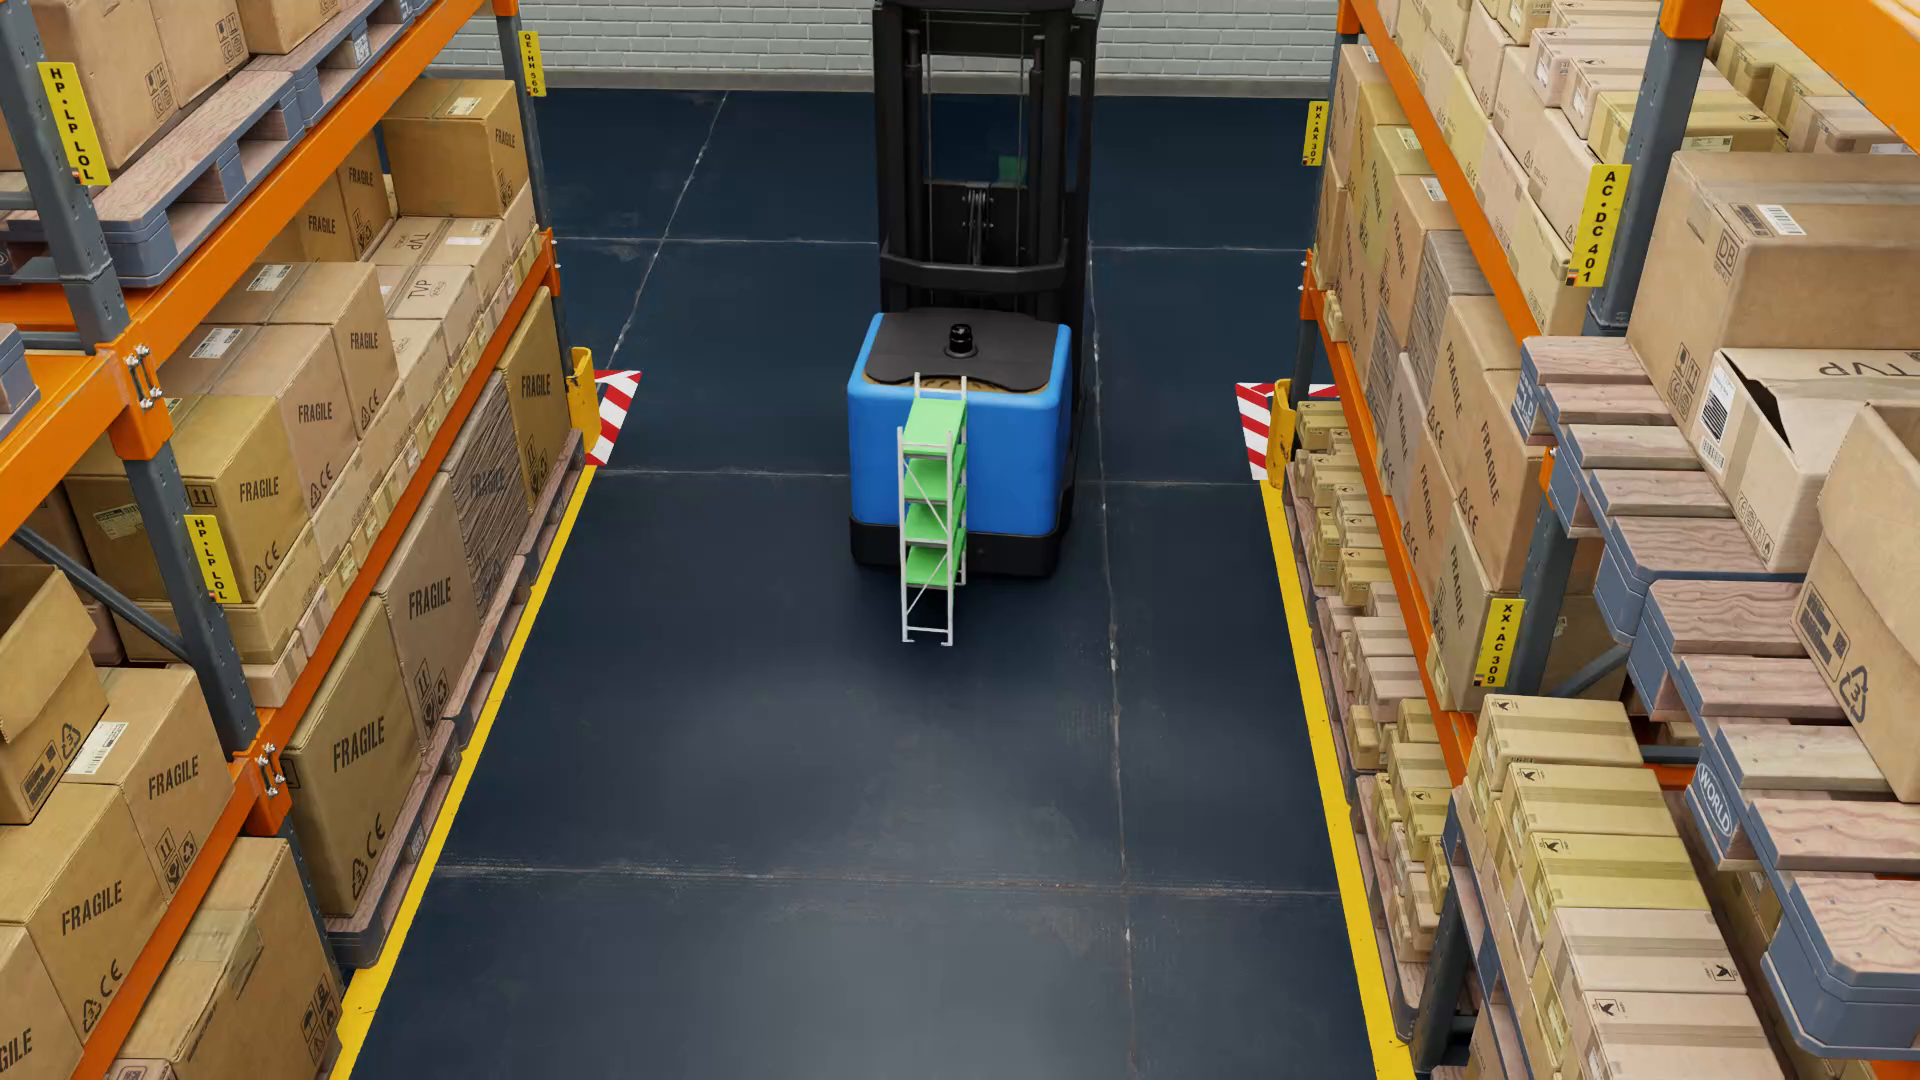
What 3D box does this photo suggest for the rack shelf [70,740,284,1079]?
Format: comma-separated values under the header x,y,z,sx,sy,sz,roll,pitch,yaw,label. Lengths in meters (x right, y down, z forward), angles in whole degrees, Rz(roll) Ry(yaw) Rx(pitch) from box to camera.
x,y,z,sx,sy,sz,roll,pitch,yaw,label
-2.900,1.938,3.955,1.077,0.370,4.000,1,35,2,rack shelf

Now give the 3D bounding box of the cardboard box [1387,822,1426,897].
x,y,z,sx,sy,sz,roll,pitch,yaw,label
1.826,1.196,6.240,0.380,0.149,0.250,0,35,0,cardboard box

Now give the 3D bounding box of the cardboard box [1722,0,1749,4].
x,y,z,sx,sy,sz,roll,pitch,yaw,label
2.430,-1.626,5.141,0.380,0.149,0.250,0,35,0,cardboard box

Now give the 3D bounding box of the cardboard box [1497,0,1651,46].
x,y,z,sx,sy,sz,roll,pitch,yaw,label
1.906,-1.651,5.177,0.380,0.149,0.250,0,35,0,cardboard box

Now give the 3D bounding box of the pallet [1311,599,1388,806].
x,y,z,sx,sy,sz,roll,pitch,yaw,label
2.170,0.719,7.489,1.003,0.211,1.213,1,35,2,pallet

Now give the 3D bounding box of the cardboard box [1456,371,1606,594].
x,y,z,sx,sy,sz,roll,pitch,yaw,label
1.881,-0.181,5.129,0.500,0.500,0.500,0,35,0,cardboard box

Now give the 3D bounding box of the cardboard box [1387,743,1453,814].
x,y,z,sx,sy,sz,roll,pitch,yaw,label
1.860,0.917,6.379,0.380,0.149,0.250,1,35,1,cardboard box

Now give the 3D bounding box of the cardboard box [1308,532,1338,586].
x,y,z,sx,sy,sz,roll,pitch,yaw,label
1.901,0.097,8.063,0.380,0.149,0.250,2,35,2,cardboard box

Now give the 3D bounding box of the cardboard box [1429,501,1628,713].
x,y,z,sx,sy,sz,roll,pitch,yaw,label
1.870,0.220,5.428,0.500,0.500,0.500,1,35,2,cardboard box

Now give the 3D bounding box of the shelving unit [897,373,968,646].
x,y,z,sx,sy,sz,roll,pitch,yaw,label
-0.123,-0.133,7.842,0.258,1.200,0.503,4,35,6,shelving unit

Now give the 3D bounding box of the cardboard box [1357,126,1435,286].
x,y,z,sx,sy,sz,roll,pitch,yaw,label
1.953,-1.362,6.810,0.500,0.500,0.500,1,35,1,cardboard box

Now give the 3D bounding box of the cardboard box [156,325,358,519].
x,y,z,sx,sy,sz,roll,pitch,yaw,label
-2.517,-0.424,5.910,0.500,0.500,0.500,1,35,2,cardboard box

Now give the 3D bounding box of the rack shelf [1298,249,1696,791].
x,y,z,sx,sy,sz,roll,pitch,yaw,label
2.213,-0.187,6.979,1.077,0.370,4.000,1,35,2,rack shelf

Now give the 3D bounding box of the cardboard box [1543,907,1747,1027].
x,y,z,sx,sy,sz,roll,pitch,yaw,label
1.627,1.022,3.969,0.380,0.149,0.250,1,35,1,cardboard box

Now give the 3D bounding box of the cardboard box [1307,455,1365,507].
x,y,z,sx,sy,sz,roll,pitch,yaw,label
1.904,-0.283,8.087,0.380,0.149,0.250,1,35,2,cardboard box

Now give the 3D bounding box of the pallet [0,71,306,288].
x,y,z,sx,sy,sz,roll,pitch,yaw,label
-2.776,-1.166,5.214,1.003,0.211,1.213,1,35,2,pallet

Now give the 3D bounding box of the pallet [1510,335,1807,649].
x,y,z,sx,sy,sz,roll,pitch,yaw,label
2.001,-0.131,3.828,1.213,0.211,1.003,1,35,2,pallet

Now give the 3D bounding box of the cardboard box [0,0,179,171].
x,y,z,sx,sy,sz,roll,pitch,yaw,label
-2.848,-1.437,4.984,0.700,0.500,0.500,-1,35,-1,cardboard box

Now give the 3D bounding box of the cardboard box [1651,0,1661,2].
x,y,z,sx,sy,sz,roll,pitch,yaw,label
2.450,-1.549,5.378,0.500,0.250,0.500,2,35,3,cardboard box

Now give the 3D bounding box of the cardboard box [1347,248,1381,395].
x,y,z,sx,sy,sz,roll,pitch,yaw,label
1.971,-0.953,7.097,0.500,0.500,0.500,2,35,3,cardboard box

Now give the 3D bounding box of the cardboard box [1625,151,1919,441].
x,y,z,sx,sy,sz,roll,pitch,yaw,label
2.007,-0.557,3.819,0.700,0.500,0.500,1,35,2,cardboard box

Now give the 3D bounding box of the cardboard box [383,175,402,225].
x,y,z,sx,sy,sz,roll,pitch,yaw,label
-2.948,-1.594,8.227,0.500,0.250,0.500,0,35,1,cardboard box

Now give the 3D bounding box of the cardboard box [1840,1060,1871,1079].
x,y,z,sx,sy,sz,roll,pitch,yaw,label
2.273,1.310,3.817,0.380,0.149,0.250,0,35,-1,cardboard box

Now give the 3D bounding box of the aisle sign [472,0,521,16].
x,y,z,sx,sy,sz,roll,pitch,yaw,label
-2.356,-2.901,7.954,0.394,0.787,0.004,1,35,2,aisle sign

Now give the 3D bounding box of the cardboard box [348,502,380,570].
x,y,z,sx,sy,sz,roll,pitch,yaw,label
-2.446,-0.018,6.331,0.380,0.149,0.250,0,35,1,cardboard box

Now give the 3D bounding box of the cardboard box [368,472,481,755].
x,y,z,sx,sy,sz,roll,pitch,yaw,label
-2.677,0.298,7.146,0.875,0.875,0.875,1,35,2,cardboard box

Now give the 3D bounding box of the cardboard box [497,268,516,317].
x,y,z,sx,sy,sz,roll,pitch,yaw,label
-2.364,-1.194,8.004,0.380,0.149,0.250,1,35,2,cardboard box

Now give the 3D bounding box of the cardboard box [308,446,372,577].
x,y,z,sx,sy,sz,roll,pitch,yaw,label
-2.514,-0.115,6.122,0.500,0.250,0.500,1,35,2,cardboard box

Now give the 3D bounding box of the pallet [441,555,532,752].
x,y,z,sx,sy,sz,roll,pitch,yaw,label
-2.664,0.498,7.804,1.003,0.211,1.213,1,35,2,pallet

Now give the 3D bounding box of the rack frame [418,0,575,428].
x,y,z,sx,sy,sz,roll,pitch,yaw,label
-2.659,-1.803,8.653,1.000,3.000,0.127,1,35,2,rack frame

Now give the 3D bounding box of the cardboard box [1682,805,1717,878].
x,y,z,sx,sy,sz,roll,pitch,yaw,label
2.314,0.831,4.758,0.380,0.149,0.250,1,35,1,cardboard box

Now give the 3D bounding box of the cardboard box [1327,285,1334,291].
x,y,z,sx,sy,sz,roll,pitch,yaw,label
1.984,-1.202,8.016,0.380,0.149,0.250,3,35,4,cardboard box

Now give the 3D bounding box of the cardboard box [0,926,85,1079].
x,y,z,sx,sy,sz,roll,pitch,yaw,label
-2.606,1.313,4.131,0.500,0.500,0.500,1,35,1,cardboard box

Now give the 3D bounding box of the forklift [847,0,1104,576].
x,y,z,sx,sy,sz,roll,pitch,yaw,label
0.152,-1.853,8.783,1.130,2.935,3.031,4,35,6,forklift

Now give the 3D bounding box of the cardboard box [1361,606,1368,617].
x,y,z,sx,sy,sz,roll,pitch,yaw,label
2.023,0.292,7.527,0.380,0.149,0.250,3,35,4,cardboard box

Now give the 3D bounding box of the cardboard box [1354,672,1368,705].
x,y,z,sx,sy,sz,roll,pitch,yaw,label
1.927,0.686,7.225,0.380,0.149,0.250,2,35,3,cardboard box

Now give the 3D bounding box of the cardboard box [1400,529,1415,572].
x,y,z,sx,sy,sz,roll,pitch,yaw,label
1.898,-0.006,6.314,0.380,0.149,0.250,0,35,0,cardboard box

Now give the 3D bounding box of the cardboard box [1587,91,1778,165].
x,y,z,sx,sy,sz,roll,pitch,yaw,label
1.872,-1.052,4.324,0.380,0.149,0.250,0,35,0,cardboard box

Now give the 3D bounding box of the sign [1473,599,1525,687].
x,y,z,sx,sy,sz,roll,pitch,yaw,label
1.590,0.305,4.900,0.100,0.325,0.005,1,35,2,sign

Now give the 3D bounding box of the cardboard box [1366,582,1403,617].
x,y,z,sx,sy,sz,roll,pitch,yaw,label
1.985,0.317,7.233,0.380,0.149,0.250,1,35,2,cardboard box

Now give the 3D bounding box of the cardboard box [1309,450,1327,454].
x,y,z,sx,sy,sz,roll,pitch,yaw,label
2.016,-0.463,8.601,0.380,0.149,0.250,3,35,4,cardboard box

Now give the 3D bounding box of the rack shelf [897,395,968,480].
x,y,z,sx,sy,sz,roll,pitch,yaw,label
-0.123,-0.474,7.603,0.258,0.148,0.480,4,35,6,rack shelf

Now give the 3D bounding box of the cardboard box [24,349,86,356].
x,y,z,sx,sy,sz,roll,pitch,yaw,label
-3.044,-0.430,5.919,0.500,0.500,0.500,2,35,2,cardboard box

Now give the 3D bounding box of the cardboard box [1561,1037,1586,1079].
x,y,z,sx,sy,sz,roll,pitch,yaw,label
1.620,1.294,3.840,0.380,0.149,0.250,3,35,4,cardboard box

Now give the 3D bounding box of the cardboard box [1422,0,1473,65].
x,y,z,sx,sy,sz,roll,pitch,yaw,label
1.945,-1.874,5.841,0.500,0.250,0.500,0,35,0,cardboard box

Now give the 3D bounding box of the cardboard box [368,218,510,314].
x,y,z,sx,sy,sz,roll,pitch,yaw,label
-2.434,-1.288,7.791,0.500,0.250,0.500,1,35,1,cardboard box

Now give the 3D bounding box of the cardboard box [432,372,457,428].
x,y,z,sx,sy,sz,roll,pitch,yaw,label
-2.406,-0.610,7.174,0.380,0.149,0.250,2,35,3,cardboard box

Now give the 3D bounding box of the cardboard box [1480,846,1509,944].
x,y,z,sx,sy,sz,roll,pitch,yaw,label
1.652,0.974,4.555,0.380,0.149,0.250,2,35,3,cardboard box

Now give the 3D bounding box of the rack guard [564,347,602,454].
x,y,z,sx,sy,sz,roll,pitch,yaw,label
-2.658,-0.794,9.391,1.175,0.500,0.348,1,35,2,rack guard

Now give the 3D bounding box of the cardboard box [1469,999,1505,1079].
x,y,z,sx,sy,sz,roll,pitch,yaw,label
1.839,1.630,4.924,0.500,0.250,0.500,0,35,0,cardboard box

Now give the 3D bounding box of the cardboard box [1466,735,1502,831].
x,y,z,sx,sy,sz,roll,pitch,yaw,label
1.657,0.692,4.696,0.380,0.149,0.250,2,35,3,cardboard box

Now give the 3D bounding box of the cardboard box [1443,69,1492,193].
x,y,z,sx,sy,sz,roll,pitch,yaw,label
1.934,-1.365,5.551,0.500,0.250,0.500,1,35,1,cardboard box
